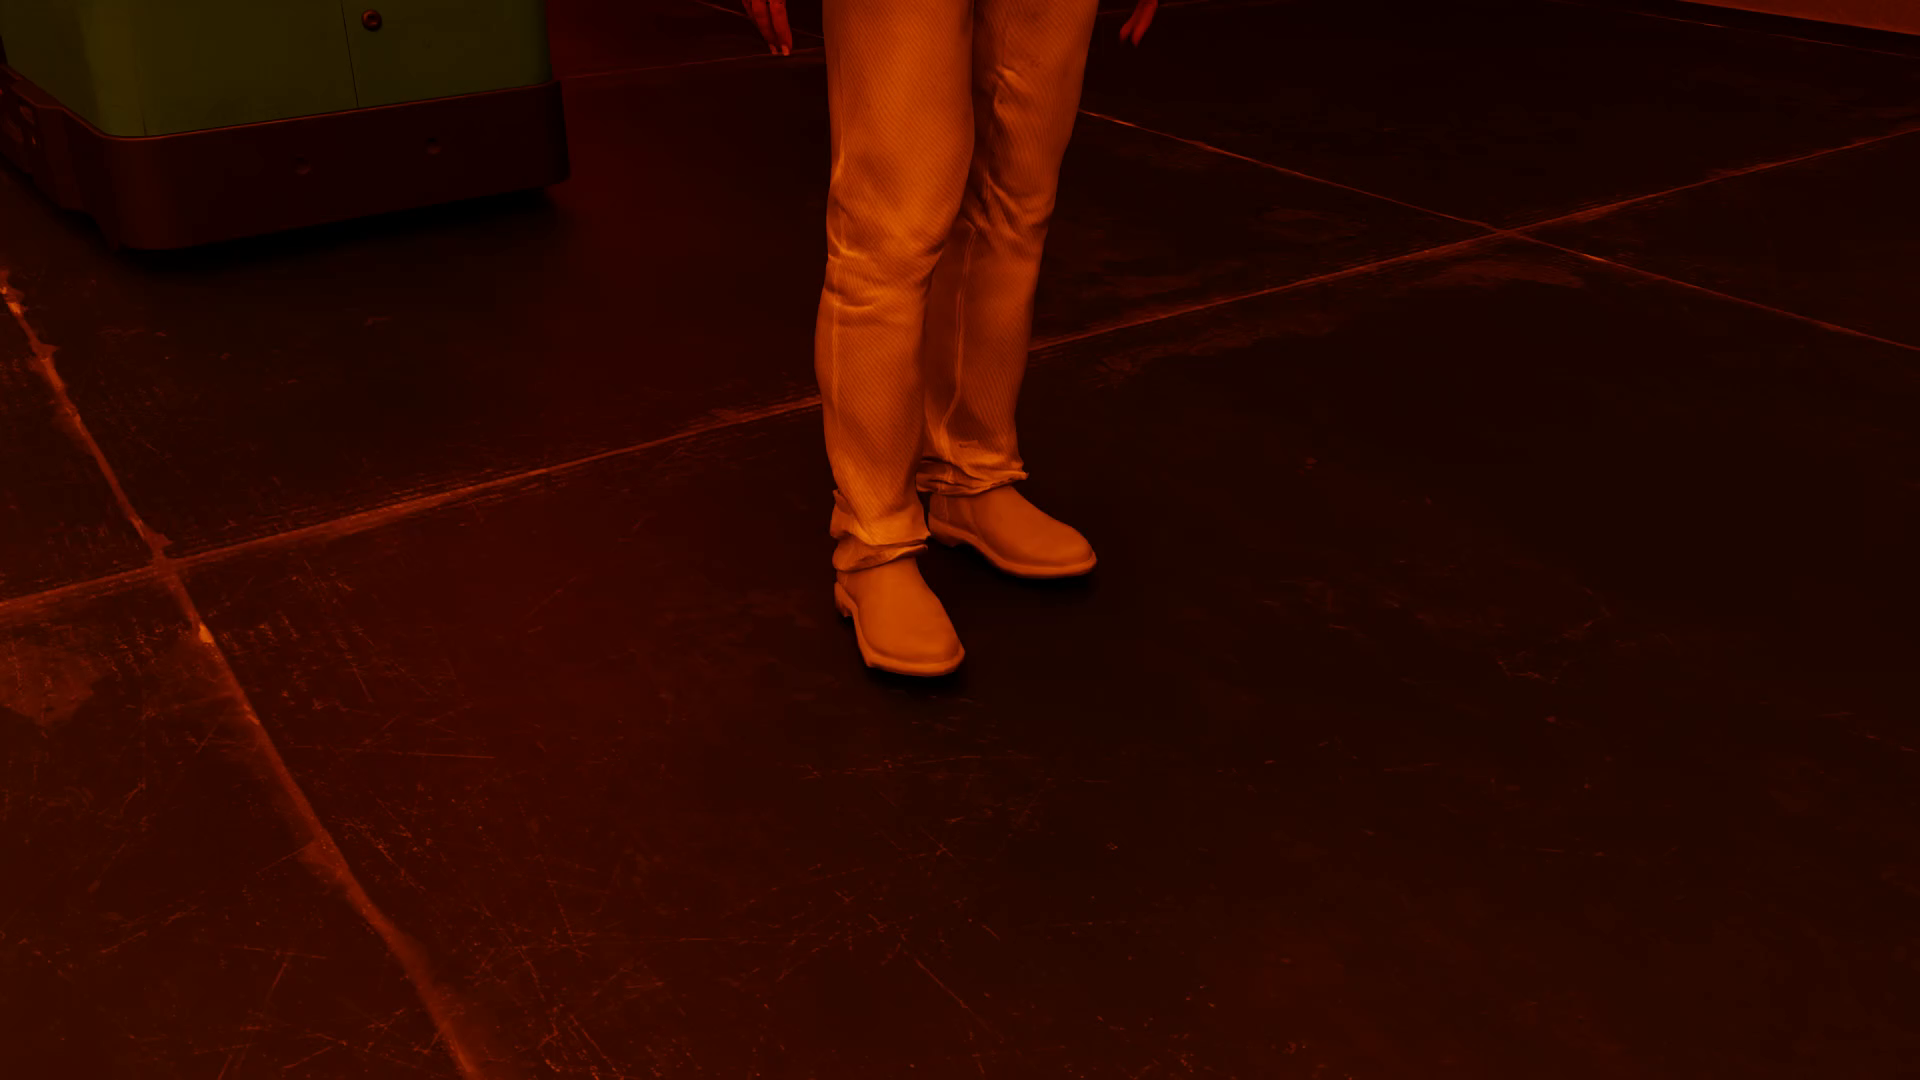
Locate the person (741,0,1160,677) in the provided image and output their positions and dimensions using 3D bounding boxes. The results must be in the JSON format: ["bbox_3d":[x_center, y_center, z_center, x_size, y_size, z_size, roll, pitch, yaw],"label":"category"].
[{"bbox_3d":[0.036,-0.768,2.047,0.666,1.768,0.575,-17,31,-31],"label":"person"}]

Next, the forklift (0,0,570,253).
[{"bbox_3d":[-2.275,-2.530,4.274,1.130,2.935,3.031,-19,32,-33],"label":"forklift"}]
